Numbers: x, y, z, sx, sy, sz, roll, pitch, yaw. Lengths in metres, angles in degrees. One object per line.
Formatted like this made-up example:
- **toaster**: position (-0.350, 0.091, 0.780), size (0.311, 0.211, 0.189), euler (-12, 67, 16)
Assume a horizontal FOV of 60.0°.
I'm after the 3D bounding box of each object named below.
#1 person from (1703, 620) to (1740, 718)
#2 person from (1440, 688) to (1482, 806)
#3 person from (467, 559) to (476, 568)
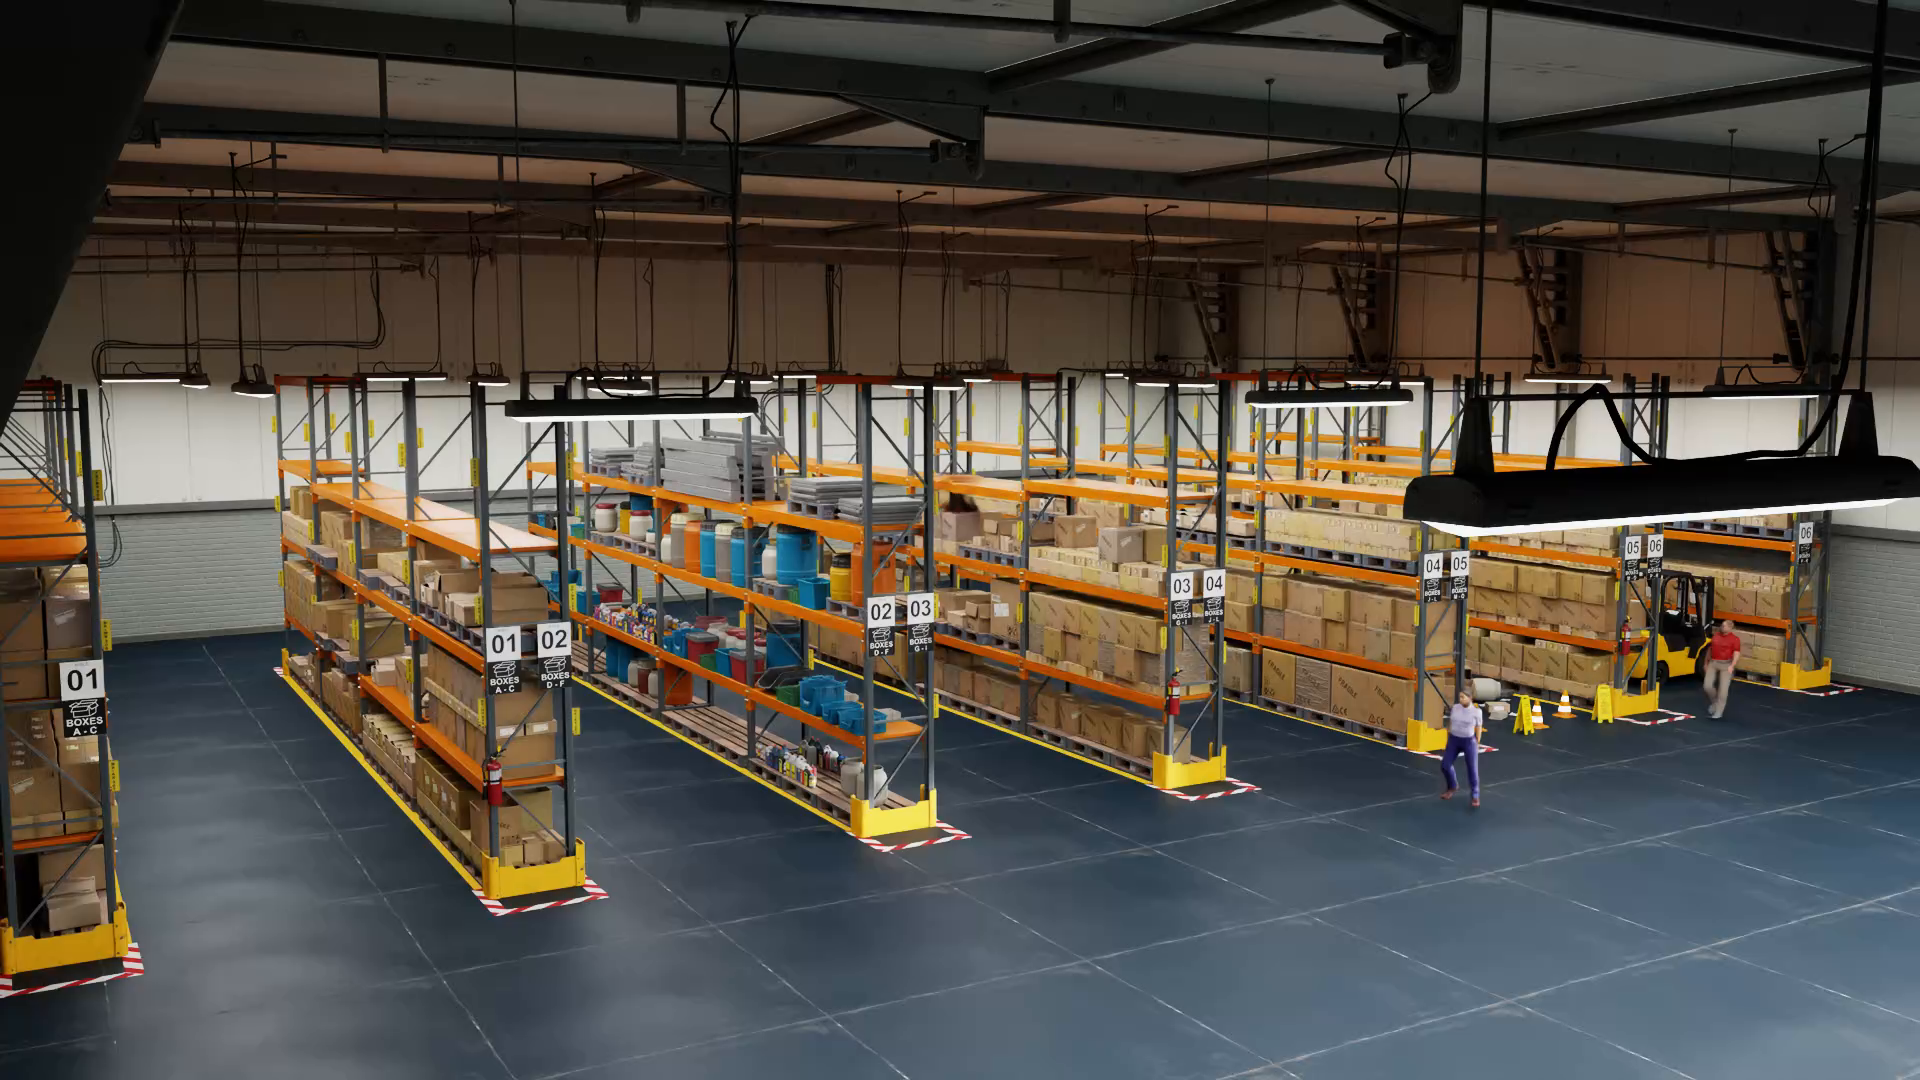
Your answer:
- **person**: position (13.421, 2.271, 29.385), size (0.608, 1.714, 0.605), euler (5, 8, 40)
- **person**: position (7.151, 2.920, 23.665), size (0.585, 1.670, 0.411), euler (4, 8, 35)
- **person**: position (-11.347, 1.238, 38.775), size (0.967, 1.739, 0.601), euler (-1, 6, -11)
